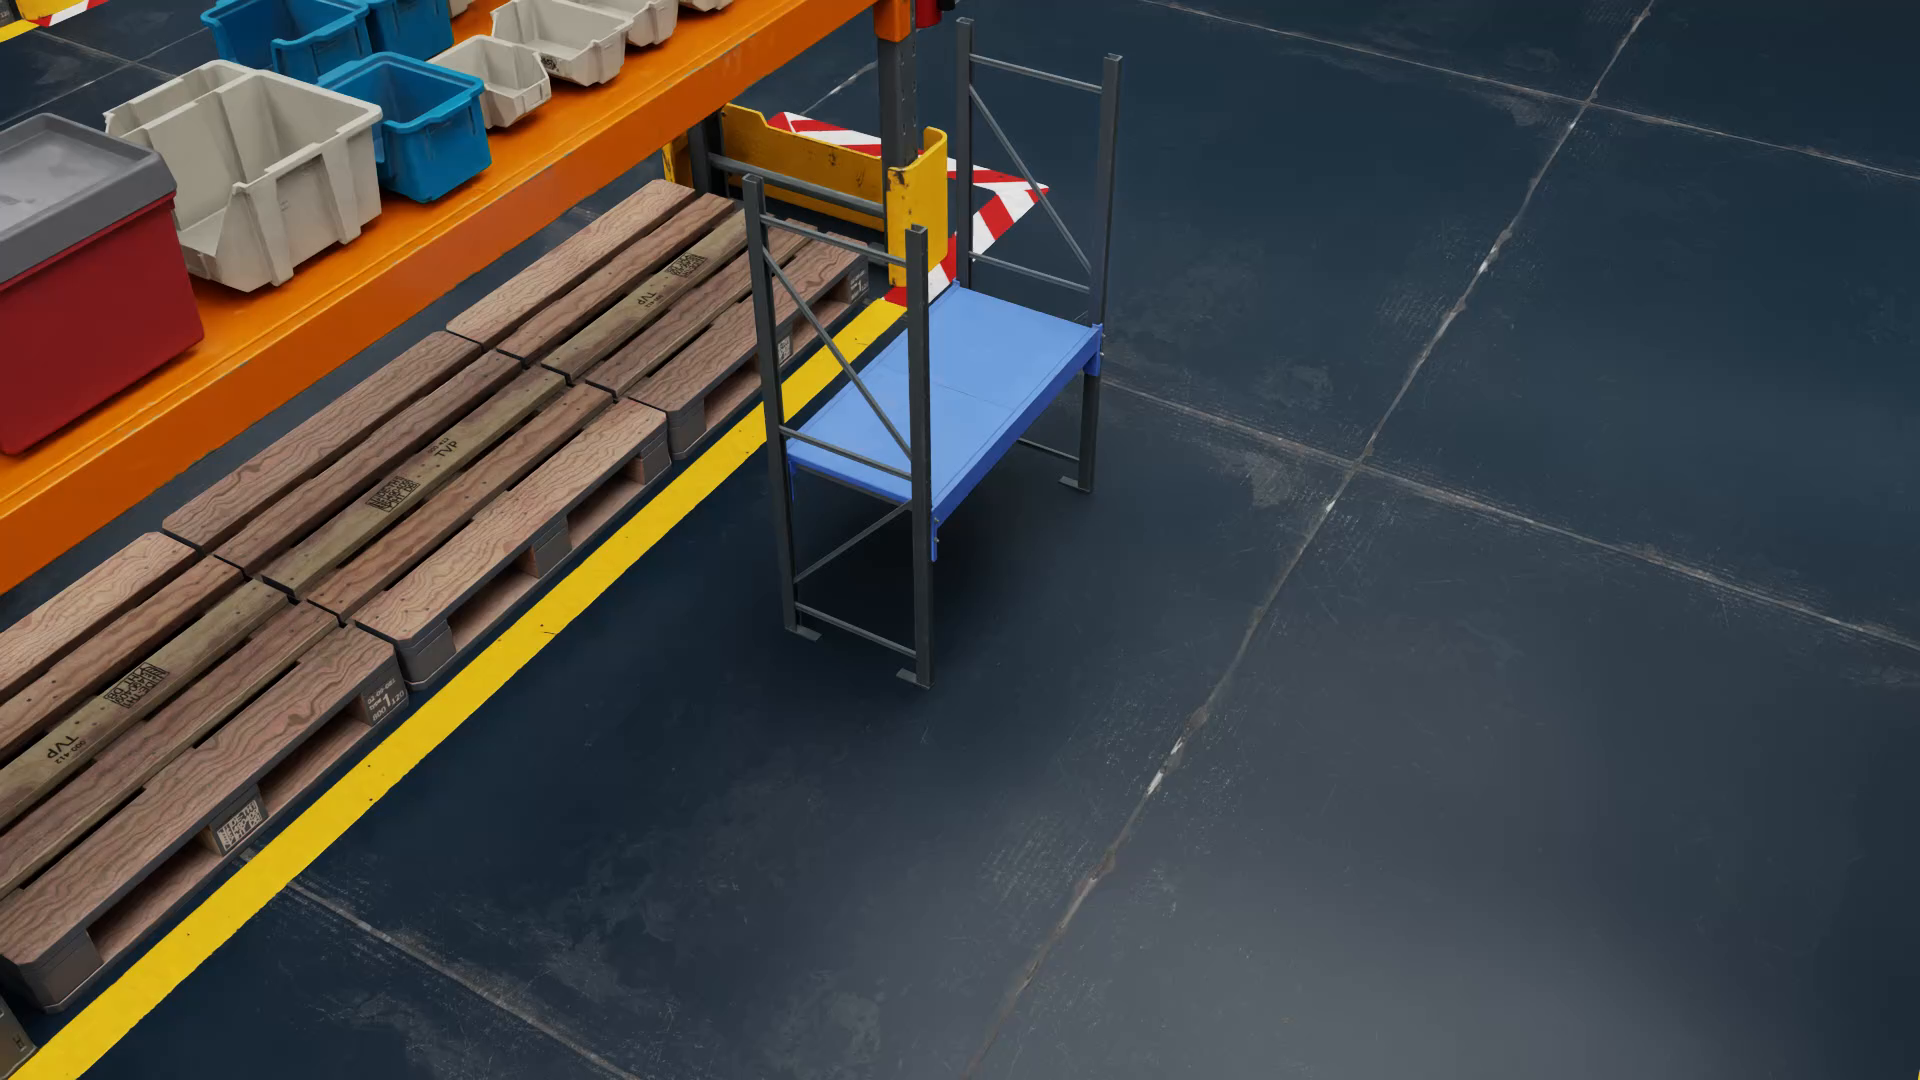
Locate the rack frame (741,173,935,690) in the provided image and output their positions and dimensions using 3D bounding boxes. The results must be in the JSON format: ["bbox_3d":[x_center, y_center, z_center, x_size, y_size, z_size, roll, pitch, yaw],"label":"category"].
[{"bbox_3d":[-0.297,-0.223,4.369,0.500,1.500,0.032,21,45,22],"label":"rack frame"}]

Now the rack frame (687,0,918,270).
[{"bbox_3d":[-0.617,-2.348,5.647,1.000,3.000,0.127,21,45,22],"label":"rack frame"}]

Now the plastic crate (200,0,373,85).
[{"bbox_3d":[-1.835,-1.350,4.595,0.416,0.233,0.300,21,45,22],"label":"plastic crate"}]

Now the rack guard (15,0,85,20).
[{"bbox_3d":[-4.942,-3.007,8.286,1.175,0.500,0.348,21,45,22],"label":"rack guard"}]

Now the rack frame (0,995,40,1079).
[{"bbox_3d":[-2.619,-0.059,3.048,1.000,3.000,0.127,21,45,22],"label":"rack frame"}]

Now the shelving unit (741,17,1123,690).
[{"bbox_3d":[-0.043,-0.514,4.699,0.538,1.500,1.048,21,45,22],"label":"shelving unit"}]

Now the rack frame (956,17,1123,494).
[{"bbox_3d":[0.212,-0.805,5.029,0.500,1.500,0.032,21,45,22],"label":"rack frame"}]

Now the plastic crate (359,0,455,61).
[{"bbox_3d":[-1.684,-1.522,4.790,0.416,0.233,0.300,21,45,22],"label":"plastic crate"}]

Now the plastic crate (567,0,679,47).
[{"bbox_3d":[-1.026,-1.584,4.933,0.396,0.136,0.243,21,45,22],"label":"plastic crate"}]

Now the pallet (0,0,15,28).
[{"bbox_3d":[-5.340,-2.442,7.863,1.003,0.211,1.213,21,45,22],"label":"pallet"}]

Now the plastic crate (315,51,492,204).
[{"bbox_3d":[-1.423,-1.048,4.252,0.416,0.233,0.300,21,45,22],"label":"plastic crate"}]

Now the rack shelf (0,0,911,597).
[{"bbox_3d":[-1.618,-0.934,4.585,1.077,0.370,4.000,21,45,22],"label":"rack shelf"}]

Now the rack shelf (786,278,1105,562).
[{"bbox_3d":[-0.043,-0.379,4.818,0.538,0.185,1.000,21,45,22],"label":"rack shelf"}]

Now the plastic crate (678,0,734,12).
[{"bbox_3d":[-0.868,-1.745,5.116,0.396,0.136,0.243,21,45,22],"label":"plastic crate"}]

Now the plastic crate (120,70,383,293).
[{"bbox_3d":[-1.695,-0.850,3.990,0.437,0.282,0.530,21,45,22],"label":"plastic crate"}]

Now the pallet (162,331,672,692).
[{"bbox_3d":[-1.675,-0.147,5.257,1.003,0.211,1.213,21,45,22],"label":"pallet"}]

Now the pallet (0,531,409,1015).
[{"bbox_3d":[-2.284,0.554,4.462,1.003,0.211,1.213,21,45,22],"label":"pallet"}]

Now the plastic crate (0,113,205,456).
[{"bbox_3d":[-1.955,-0.534,3.493,0.402,0.464,0.583,21,45,22],"label":"plastic crate"}]

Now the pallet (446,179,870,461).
[{"bbox_3d":[-1.063,-0.843,6.047,1.003,0.211,1.213,21,45,22],"label":"pallet"}]

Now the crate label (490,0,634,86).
[{"bbox_3d":[-1.144,-1.417,4.743,0.396,0.136,0.243,21,45,22],"label":"crate label"}]

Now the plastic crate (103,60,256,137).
[{"bbox_3d":[-2.007,-1.079,4.359,0.293,0.136,0.466,21,45,22],"label":"plastic crate"}]

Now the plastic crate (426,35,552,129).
[{"bbox_3d":[-1.276,-1.241,4.544,0.298,0.136,0.250,21,45,22],"label":"plastic crate"}]

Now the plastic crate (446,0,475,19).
[{"bbox_3d":[-1.597,-1.695,5.059,0.250,0.136,0.298,21,45,22],"label":"plastic crate"}]

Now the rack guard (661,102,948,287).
[{"bbox_3d":[-0.616,-1.428,6.493,1.175,0.500,0.348,21,45,22],"label":"rack guard"}]

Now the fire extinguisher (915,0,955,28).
[{"bbox_3d":[-0.148,-2.115,5.723,0.296,0.674,0.183,21,45,22],"label":"fire extinguisher"}]
